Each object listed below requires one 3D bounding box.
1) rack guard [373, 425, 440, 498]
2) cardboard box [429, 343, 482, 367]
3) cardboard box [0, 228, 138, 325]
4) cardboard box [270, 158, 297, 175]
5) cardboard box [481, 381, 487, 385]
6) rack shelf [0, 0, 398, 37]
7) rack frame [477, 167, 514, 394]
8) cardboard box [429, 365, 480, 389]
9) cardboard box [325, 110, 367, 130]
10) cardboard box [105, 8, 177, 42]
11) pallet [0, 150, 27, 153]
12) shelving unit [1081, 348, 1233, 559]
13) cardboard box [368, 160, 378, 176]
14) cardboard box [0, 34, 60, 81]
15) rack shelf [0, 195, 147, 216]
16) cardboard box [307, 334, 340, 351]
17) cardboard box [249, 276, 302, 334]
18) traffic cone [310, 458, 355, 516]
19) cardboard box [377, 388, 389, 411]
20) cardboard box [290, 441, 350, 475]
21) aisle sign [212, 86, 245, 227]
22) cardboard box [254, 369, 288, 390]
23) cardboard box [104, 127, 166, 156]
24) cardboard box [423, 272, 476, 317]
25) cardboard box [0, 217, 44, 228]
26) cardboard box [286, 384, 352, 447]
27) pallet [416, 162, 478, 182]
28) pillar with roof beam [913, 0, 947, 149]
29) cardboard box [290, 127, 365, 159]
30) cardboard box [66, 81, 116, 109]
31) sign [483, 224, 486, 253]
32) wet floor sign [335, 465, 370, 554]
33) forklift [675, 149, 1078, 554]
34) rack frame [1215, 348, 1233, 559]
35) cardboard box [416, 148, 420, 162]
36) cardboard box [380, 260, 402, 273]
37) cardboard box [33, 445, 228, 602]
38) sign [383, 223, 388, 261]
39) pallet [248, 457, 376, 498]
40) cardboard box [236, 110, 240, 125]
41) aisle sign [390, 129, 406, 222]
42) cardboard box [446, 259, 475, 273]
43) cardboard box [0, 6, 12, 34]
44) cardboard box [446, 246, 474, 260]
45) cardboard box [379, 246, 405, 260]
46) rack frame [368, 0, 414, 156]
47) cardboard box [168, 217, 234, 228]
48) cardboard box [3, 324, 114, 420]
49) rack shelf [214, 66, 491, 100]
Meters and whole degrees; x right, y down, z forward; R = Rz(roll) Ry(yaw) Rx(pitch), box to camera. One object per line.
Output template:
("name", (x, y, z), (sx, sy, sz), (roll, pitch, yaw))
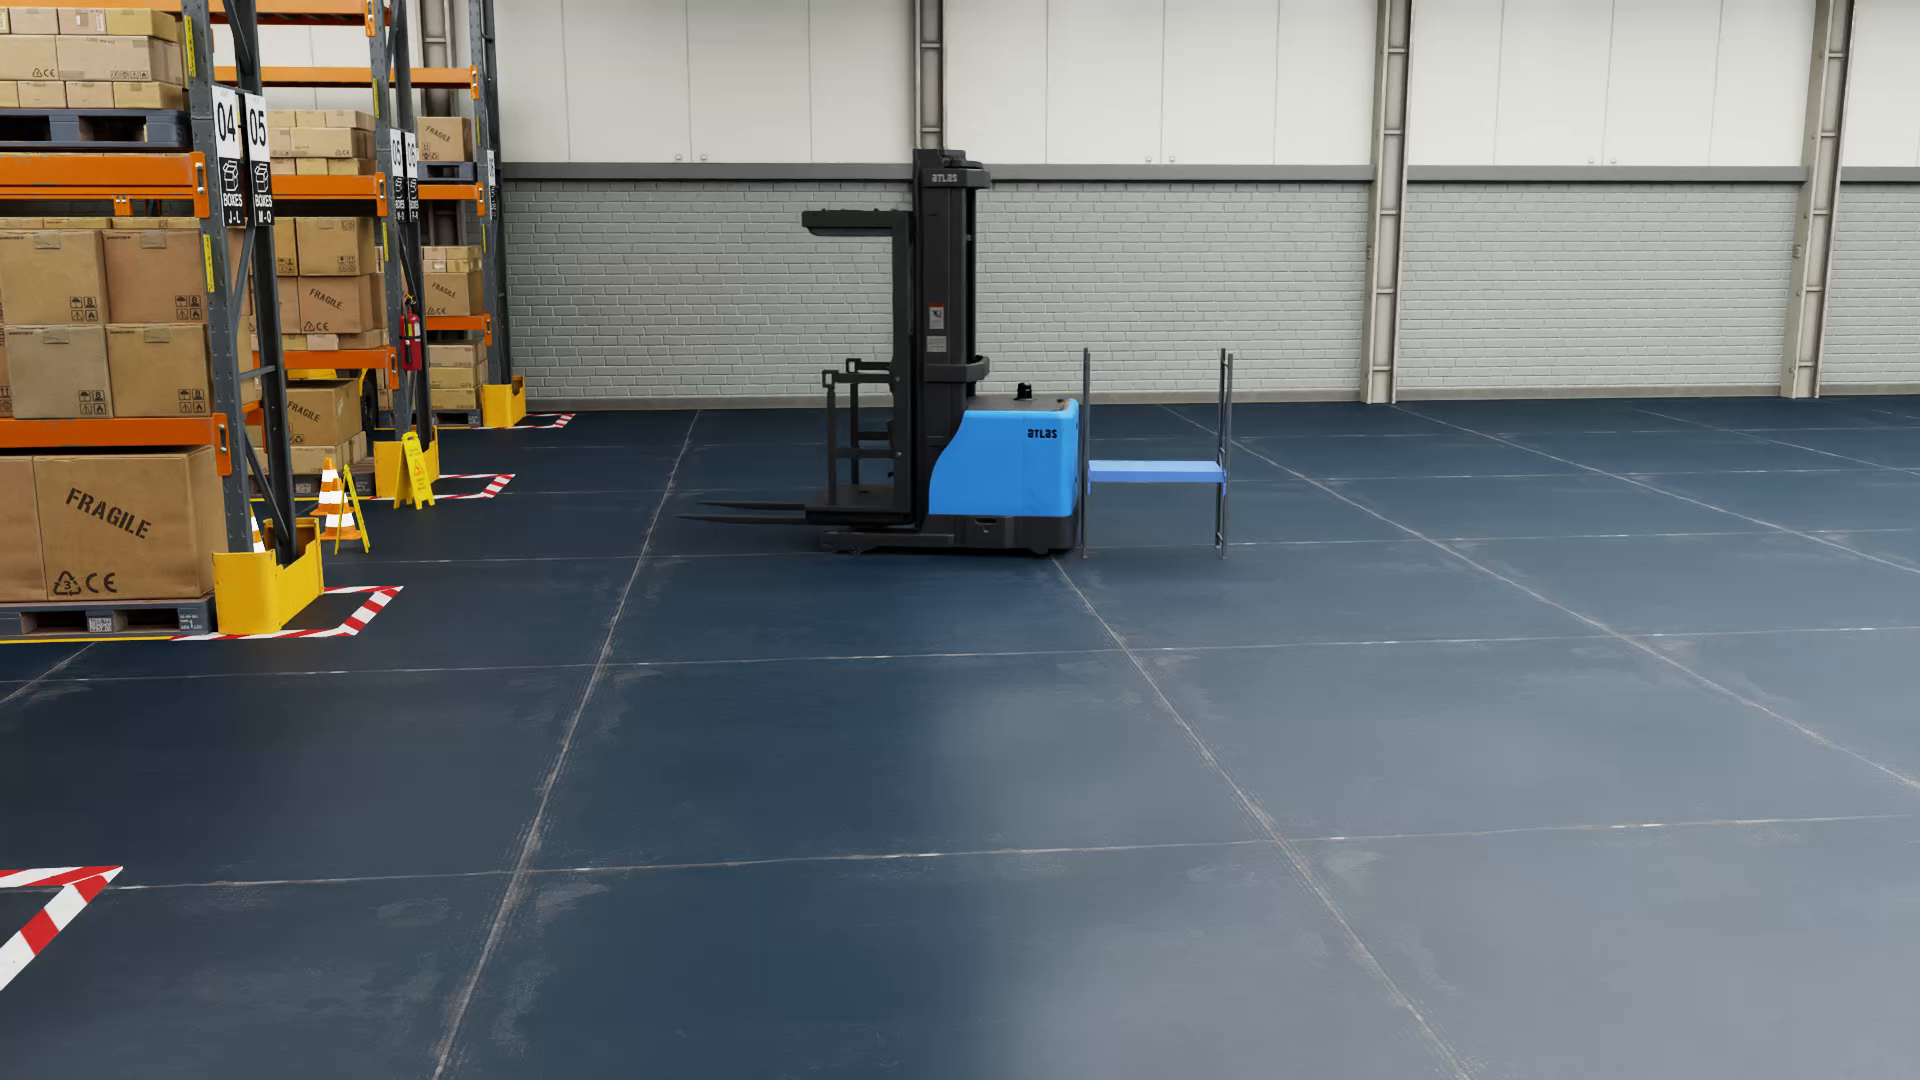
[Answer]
("rack guard", (-5.084, -0.734, 15.303), (0.348, 0.500, 1.175), (-1, 11, -6))
("cardboard box", (-5.973, -2.192, 19.687), (0.500, 0.250, 0.500), (-1, 11, -4))
("cardboard box", (-5.284, -1.588, 9.984), (0.550, 0.550, 0.875), (-1, 11, -6))
("cardboard box", (-5.845, -3.239, 14.441), (0.250, 0.149, 0.380), (-1, 11, -4))
("cardboard box", (-6.058, -1.798, 20.275), (0.500, 0.250, 0.500), (-1, 11, -6))
("rack shelf", (-6.997, -4.509, 14.349), (4.000, 0.370, 1.077), (-1, 11, -6))
("rack frame", (-5.549, -2.913, 19.912), (0.127, 3.000, 1.000), (-1, 11, -6))
("cardboard box", (-5.999, -1.946, 19.732), (0.500, 0.250, 0.500), (-1, 11, -7))
("cardboard box", (-5.313, -3.638, 14.404), (0.250, 0.149, 0.380), (-1, 11, -6))
("cardboard box", (-4.672, -2.937, 9.493), (0.250, 0.149, 0.380), (-1, 11, -6))
("pallet", (-6.326, -2.399, 9.750), (1.213, 0.211, 1.003), (-1, 11, -6))
("shelving unit", (1.434, -0.646, 12.264), (1.048, 1.500, 0.538), (0, 11, 2))
("cardboard box", (-5.374, -3.366, 15.087), (0.250, 0.149, 0.380), (-1, 11, -6))
("cardboard box", (-5.328, -2.740, 9.522), (0.500, 0.250, 0.500), (-1, 11, -6))
("rack shelf", (-11.513, -3.907, 19.056), (4.000, 0.370, 1.077), (-1, 11, -6))
("cardboard box", (-5.597, -1.763, 14.711), (0.250, 0.149, 0.380), (-1, 11, -7))
("cardboard box", (-6.017, -2.083, 14.657), (0.500, 0.500, 0.500), (-1, 11, -6))
("traffic cone", (-5.297, -0.461, 14.011), (0.334, 0.463, 0.336), (-1, 11, -6))
("cardboard box", (-6.975, -1.683, 19.691), (0.500, 0.250, 0.500), (-1, 11, -5))
("cardboard box", (-5.807, -0.750, 14.944), (0.500, 0.250, 0.500), (-1, 11, -6))
("aisle sign", (-4.271, -2.234, 9.716), (0.004, 0.787, 0.394), (-1, 11, -6))
("cardboard box", (-6.135, -1.418, 14.716), (0.250, 0.149, 0.380), (-1, 11, -4))
("cardboard box", (-7.006, -3.411, 14.282), (0.500, 0.250, 0.500), (-1, 11, -6))
("cardboard box", (-6.009, -2.902, 19.594), (0.500, 0.500, 0.500), (-1, 11, -7))
("cardboard box", (-8.014, -2.538, 14.379), (0.500, 0.500, 0.700), (-1, 11, -6))
("cardboard box", (-5.777, -1.120, 14.883), (0.500, 0.500, 0.500), (-1, 11, -6))
("pallet", (-6.254, -4.332, 19.581), (1.213, 0.211, 1.003), (-1, 11, -6))
("pillar with roof beam", (0.092, -5.315, 16.575), (0.400, 9.000, 9.100), (-1, 11, -6))
("cardboard box", (-5.488, -3.443, 14.449), (0.500, 0.250, 0.500), (-1, 11, -7))
("cardboard box", (-4.918, -2.541, 9.545), (0.250, 0.149, 0.380), (-1, 11, -6))
("sign", (-5.504, -3.493, 19.246), (0.005, 0.325, 0.100), (-1, 11, -6))
("wet floor sign", (-4.559, -0.240, 12.414), (0.232, 0.644, 0.267), (-3, 12, -16))
("forklift", (-0.625, -1.431, 12.548), (3.031, 2.935, 1.130), (1, 11, 6))
("rack frame", (1.942, -0.642, 12.245), (0.032, 1.500, 0.500), (0, 11, 2))
("cardboard box", (-6.339, -4.442, 19.212), (0.250, 0.149, 0.380), (-2, 11, -8))
("cardboard box", (-6.626, -3.212, 19.490), (0.250, 0.149, 0.380), (-1, 11, -6))
("cardboard box", (-5.041, -0.151, 10.280), (0.875, 0.875, 0.875), (-1, 11, -6))
("sign", (-4.969, -2.578, 14.384), (0.005, 0.325, 0.100), (-1, 11, -6))
("pallet", (-5.896, -0.582, 15.279), (1.213, 0.211, 1.003), (-1, 11, -6))
("cardboard box", (-6.083, -3.636, 14.393), (0.250, 0.149, 0.380), (-1, 11, -6))
("aisle sign", (-4.916, -3.183, 14.543), (0.004, 0.787, 0.394), (-1, 11, -6))
("cardboard box", (-5.863, -3.220, 19.529), (0.250, 0.149, 0.380), (-1, 11, -5))
("cardboard box", (-5.432, -2.921, 9.412), (0.250, 0.149, 0.380), (-1, 11, -5))
("cardboard box", (-5.882, -3.379, 19.567), (0.250, 0.149, 0.380), (-1, 11, -6))
("cardboard box", (-6.636, -3.366, 19.503), (0.250, 0.149, 0.380), (-1, 11, -6))
("rack frame", (-5.009, -4.905, 14.491), (0.127, 3.000, 1.000), (-1, 11, -6))
("cardboard box", (-6.493, -2.555, 14.467), (0.500, 0.500, 0.700), (-1, 11, -7))
("cardboard box", (-5.282, -1.056, 10.075), (0.550, 0.550, 0.875), (-1, 11, -6))
("rack shelf", (-7.537, -5.266, 19.229), (4.000, 0.370, 1.077), (-1, 11, -6))
